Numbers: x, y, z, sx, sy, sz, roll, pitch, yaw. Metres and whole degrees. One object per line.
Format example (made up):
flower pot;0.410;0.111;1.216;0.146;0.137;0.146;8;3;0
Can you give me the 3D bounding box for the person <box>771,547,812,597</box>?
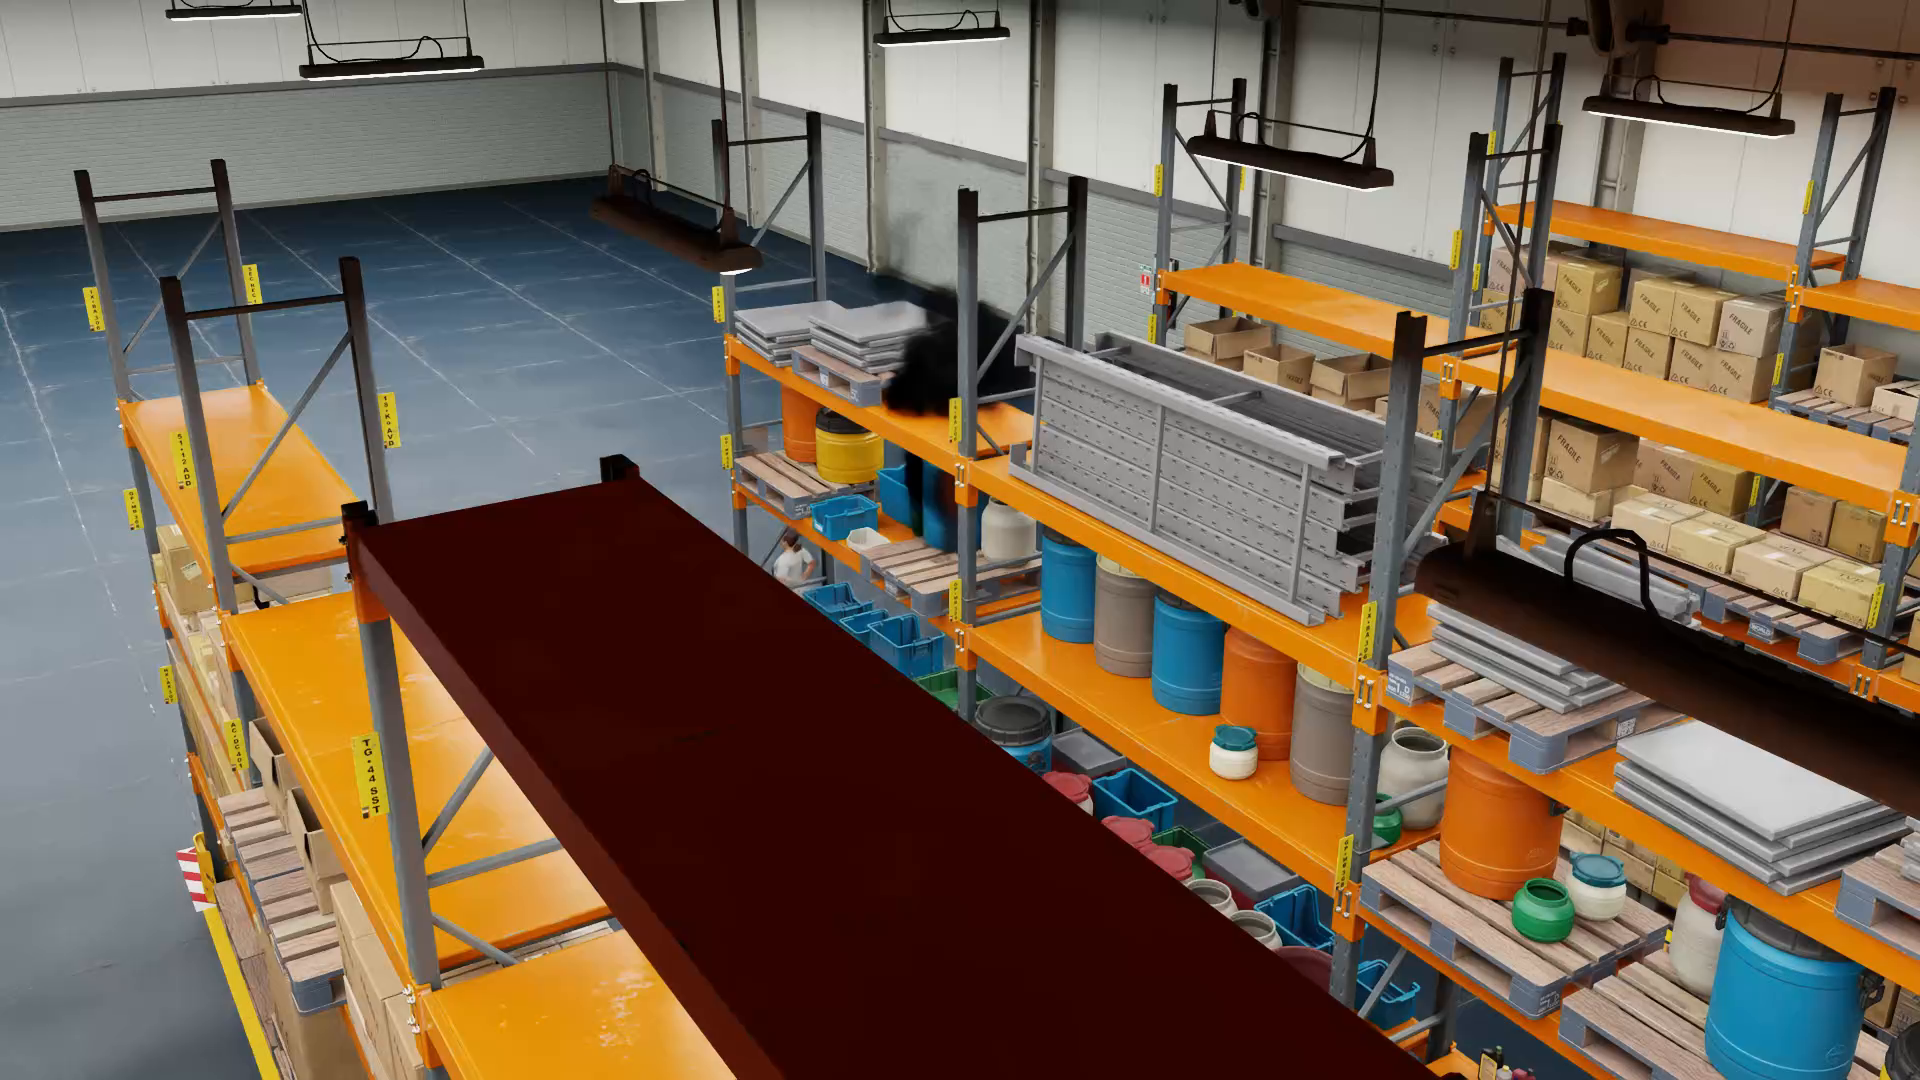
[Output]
person;-1.798;0.344;17.589;0.351;0.562;0.530;7;23;17
